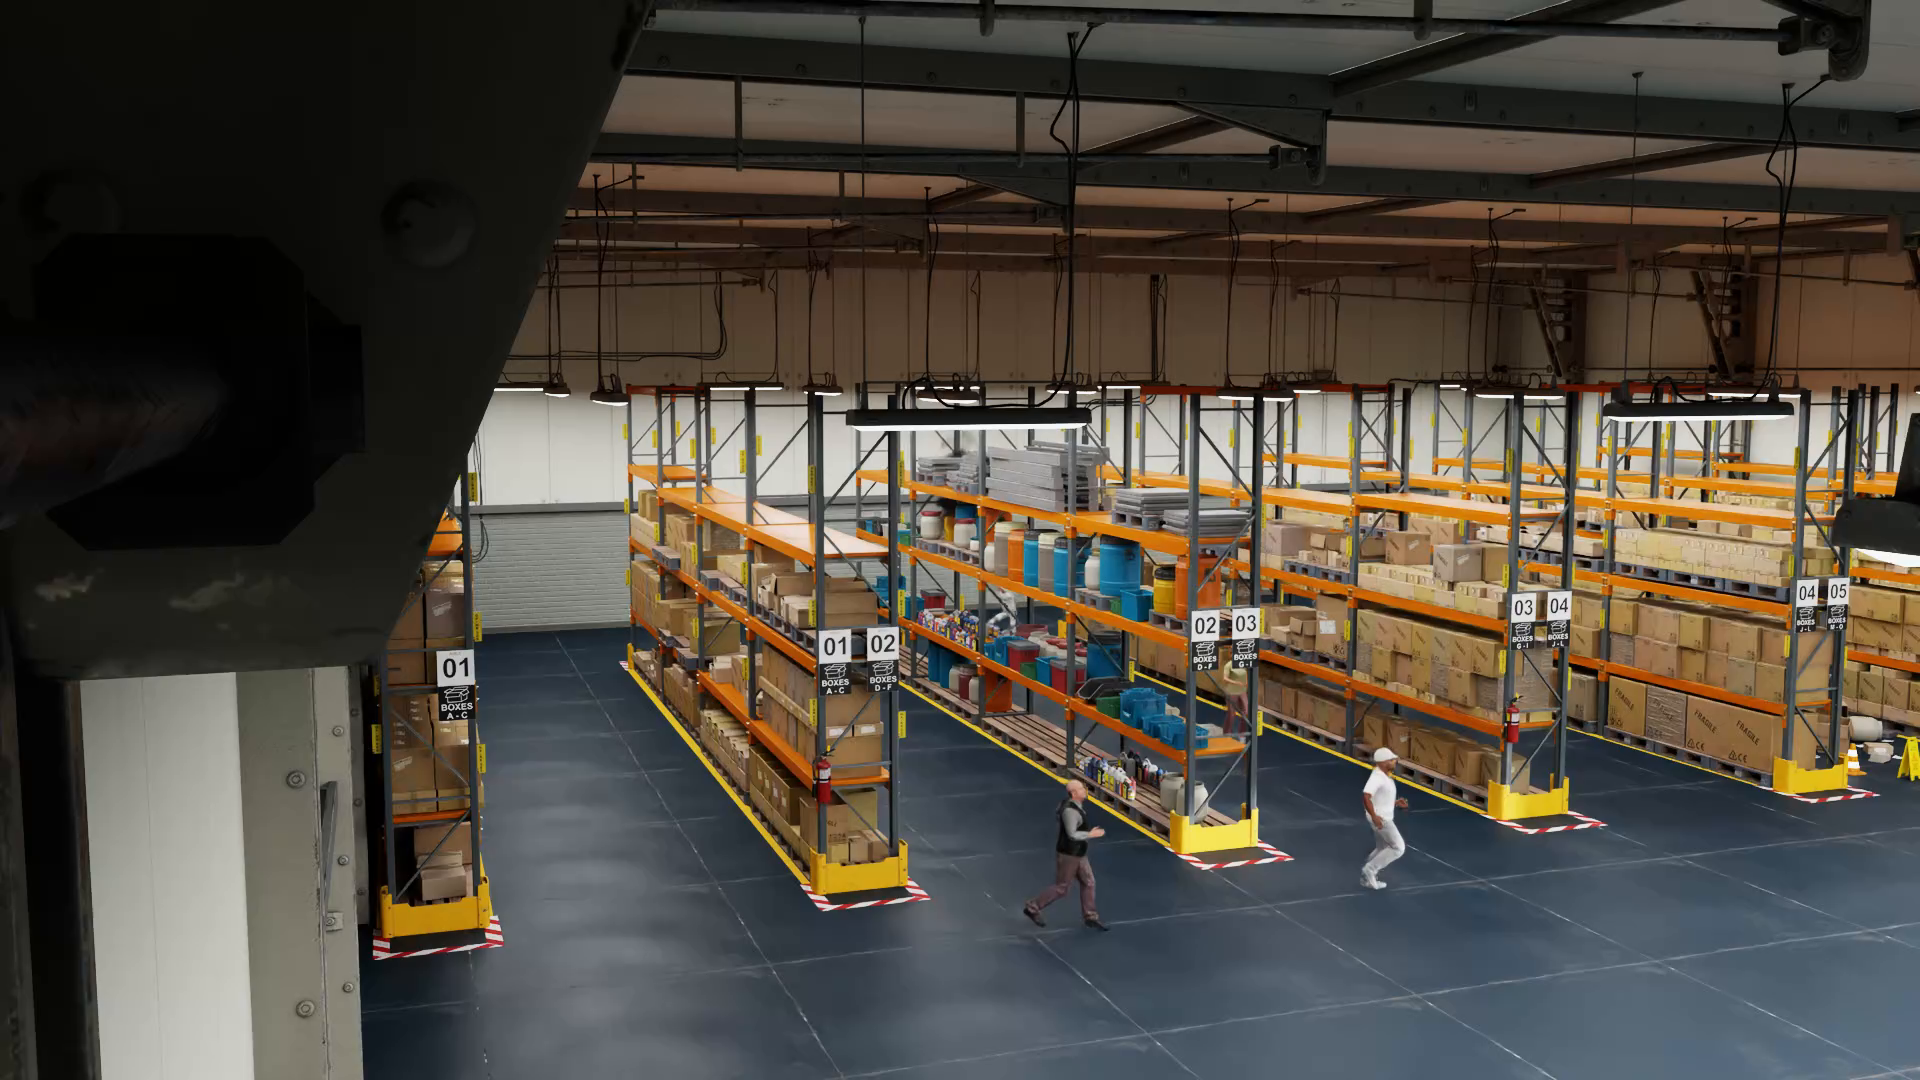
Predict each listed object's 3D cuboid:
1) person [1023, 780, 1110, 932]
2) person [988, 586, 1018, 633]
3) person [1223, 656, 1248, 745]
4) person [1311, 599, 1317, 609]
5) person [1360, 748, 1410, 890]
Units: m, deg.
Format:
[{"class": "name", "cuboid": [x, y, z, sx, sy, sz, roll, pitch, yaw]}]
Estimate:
[{"class": "person", "cuboid": [1.208, 3.547, 18.687, 0.968, 1.748, 0.666, 1, 6, 8]}, {"class": "person", "cuboid": [1.068, 1.387, 39.370, 0.877, 1.787, 0.643, -1, 6, -7]}, {"class": "person", "cuboid": [4.676, 2.627, 28.038, 0.592, 1.719, 0.698, -2, 6, -21]}, {"class": "person", "cuboid": [9.140, 1.150, 41.850, 0.667, 1.735, 0.685, -3, 7, -26]}, {"class": "person", "cuboid": [5.172, 3.380, 20.201, 0.582, 1.729, 0.705, 1, 6, 12]}]
